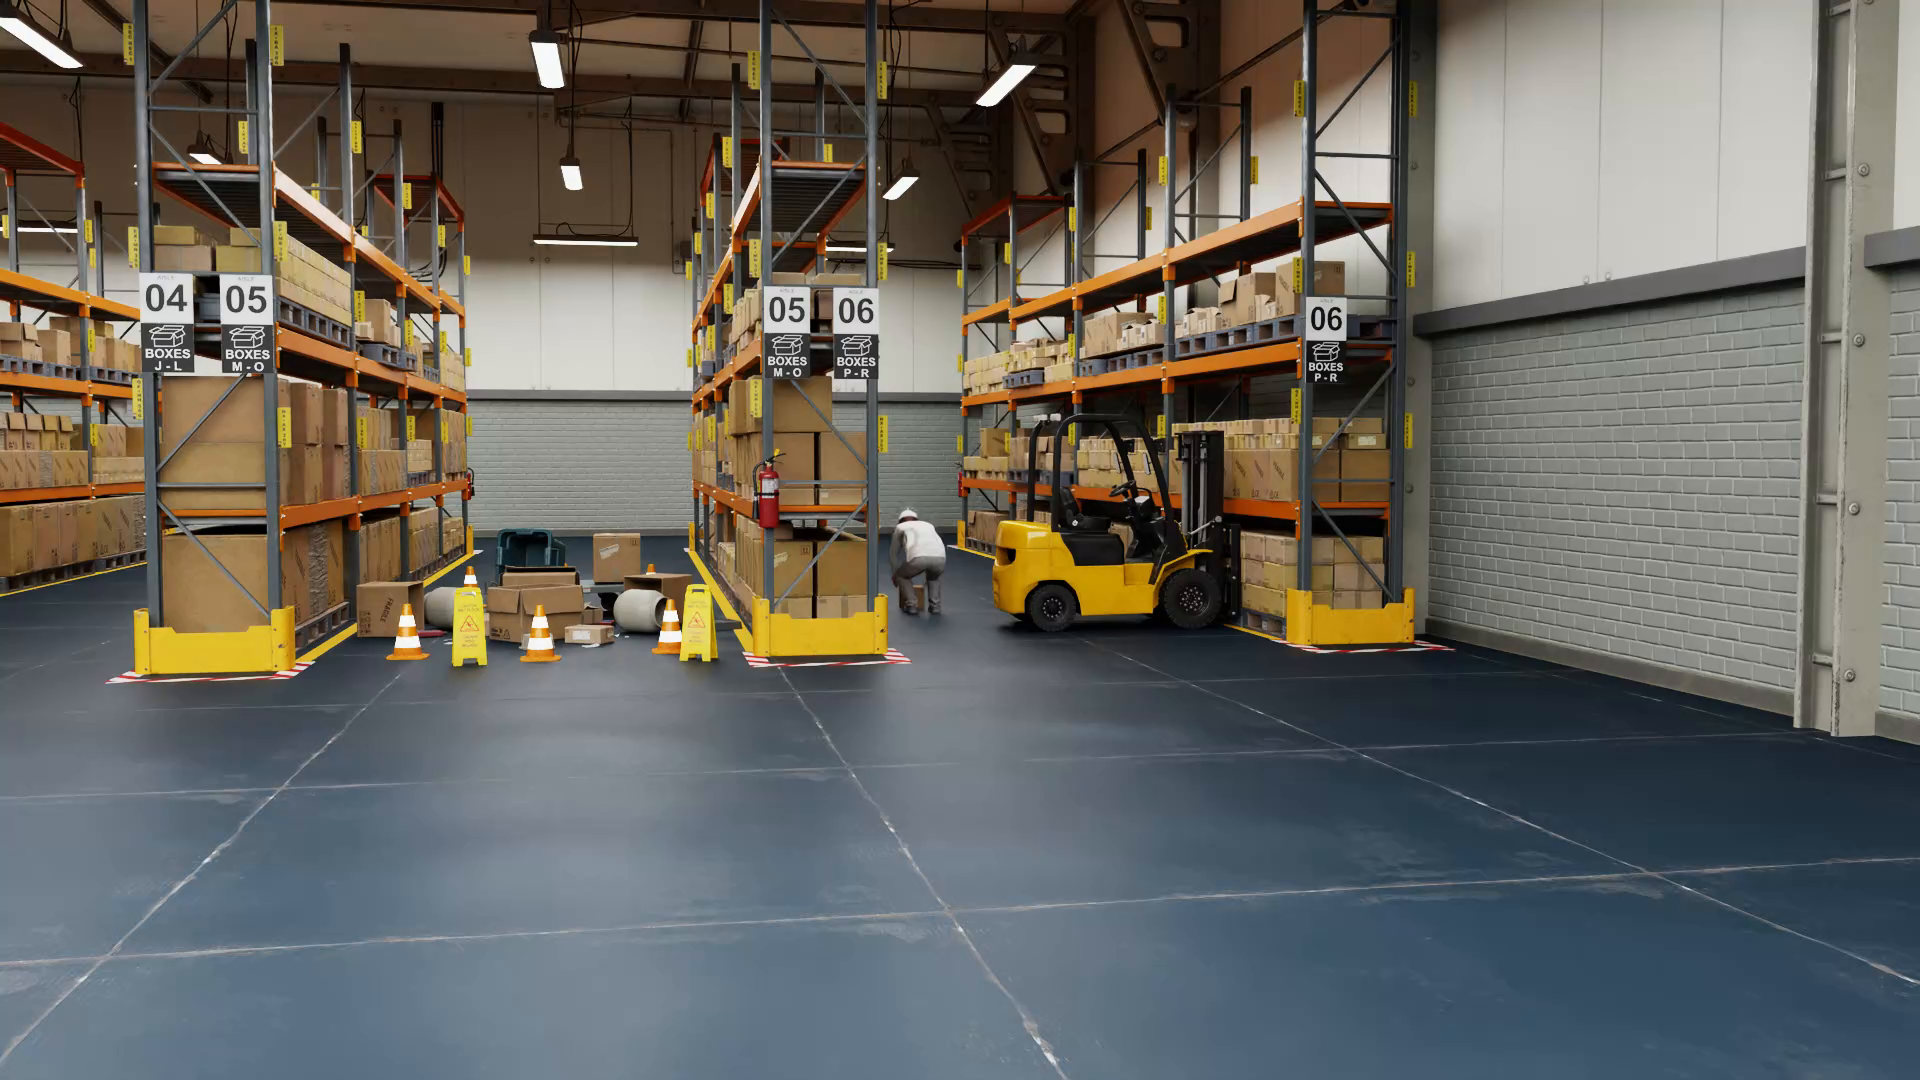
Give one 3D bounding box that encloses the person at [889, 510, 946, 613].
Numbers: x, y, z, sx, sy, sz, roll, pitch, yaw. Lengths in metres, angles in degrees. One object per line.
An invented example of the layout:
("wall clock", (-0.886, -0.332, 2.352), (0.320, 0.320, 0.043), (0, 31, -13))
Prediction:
("person", (-0.486, 0.237, 18.535), (0.560, 1.126, 0.875), (-1, 3, -15))
